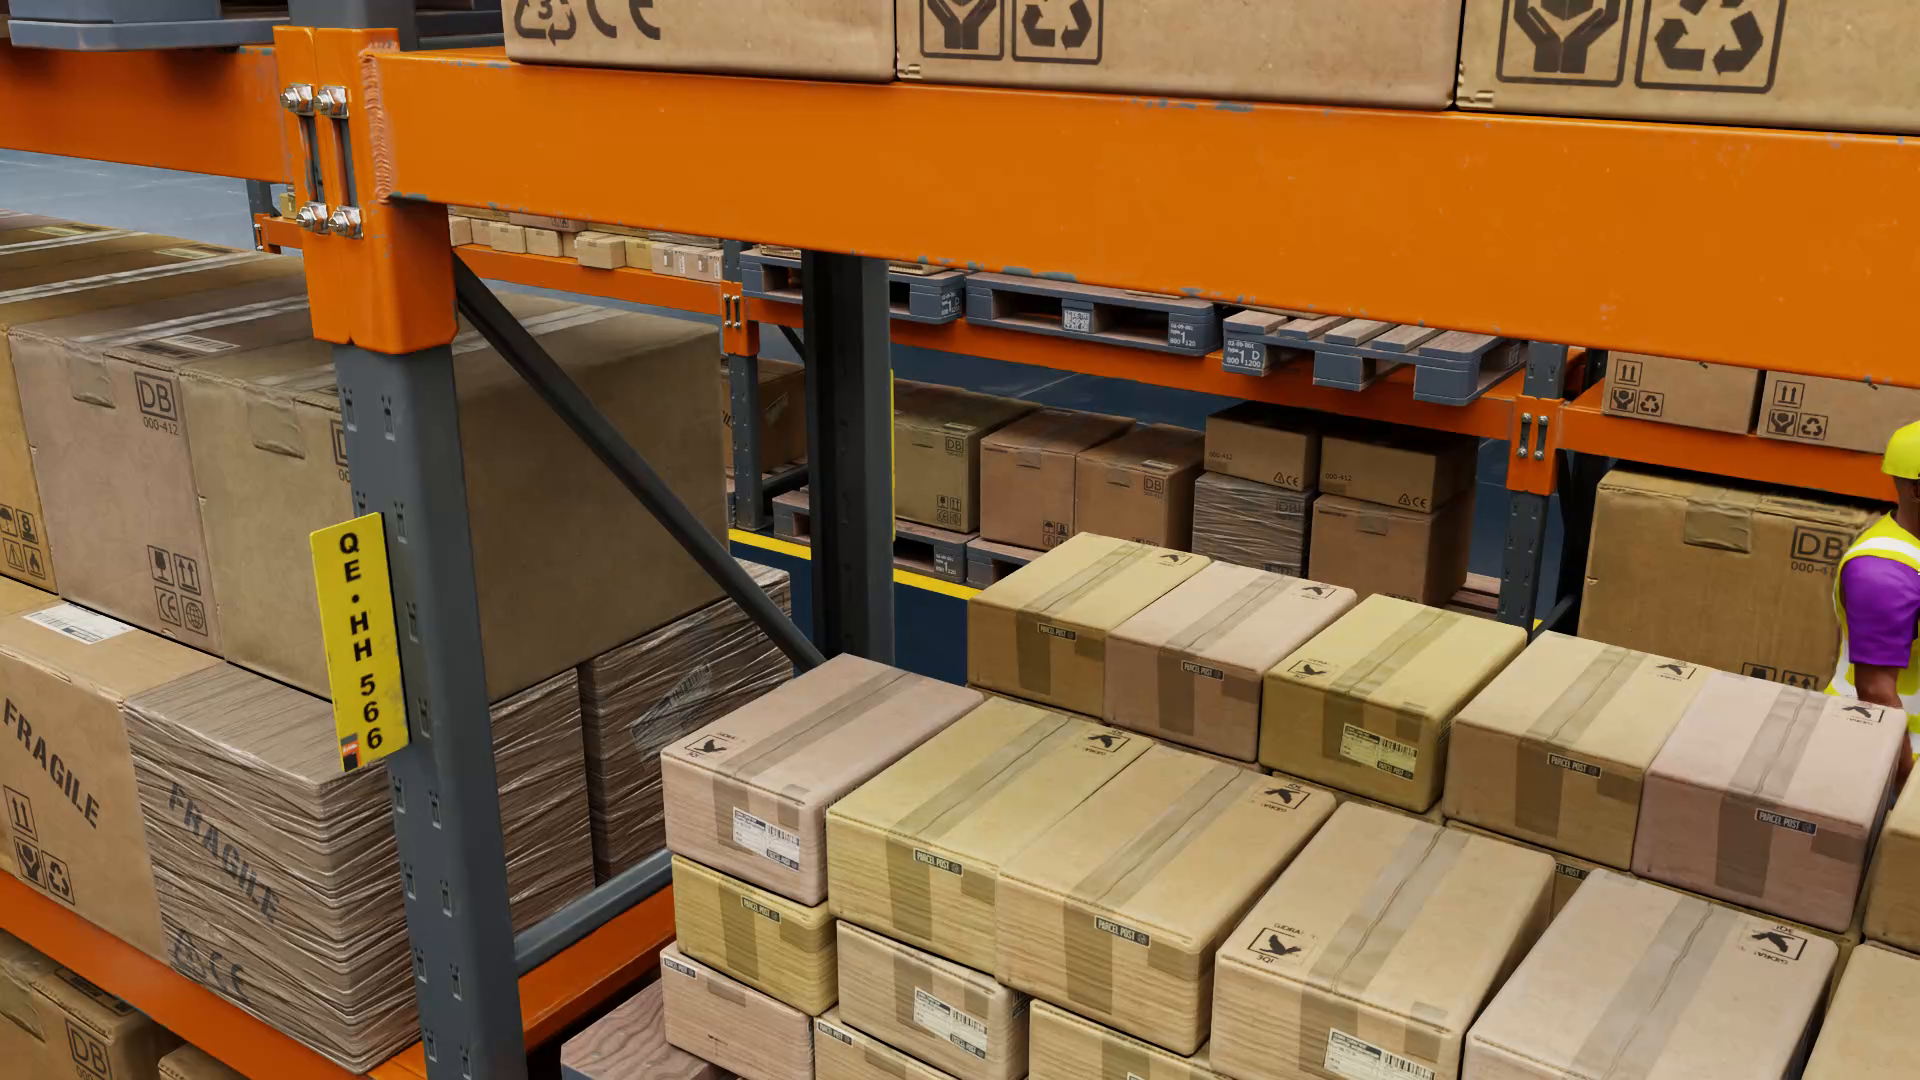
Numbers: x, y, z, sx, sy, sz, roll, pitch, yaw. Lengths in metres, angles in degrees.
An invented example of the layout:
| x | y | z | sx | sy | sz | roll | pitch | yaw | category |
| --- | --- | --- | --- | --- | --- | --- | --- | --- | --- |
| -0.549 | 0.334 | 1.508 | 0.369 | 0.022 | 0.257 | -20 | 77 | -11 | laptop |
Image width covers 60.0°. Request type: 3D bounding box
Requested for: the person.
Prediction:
| x | y | z | sx | sy | sz | roll | pitch | yaw | category |
| --- | --- | --- | --- | --- | --- | --- | --- | --- | --- |
| 2.537 | 0.578 | 4.456 | 0.625 | 1.824 | 0.649 | -17 | 26 | -39 | person |
